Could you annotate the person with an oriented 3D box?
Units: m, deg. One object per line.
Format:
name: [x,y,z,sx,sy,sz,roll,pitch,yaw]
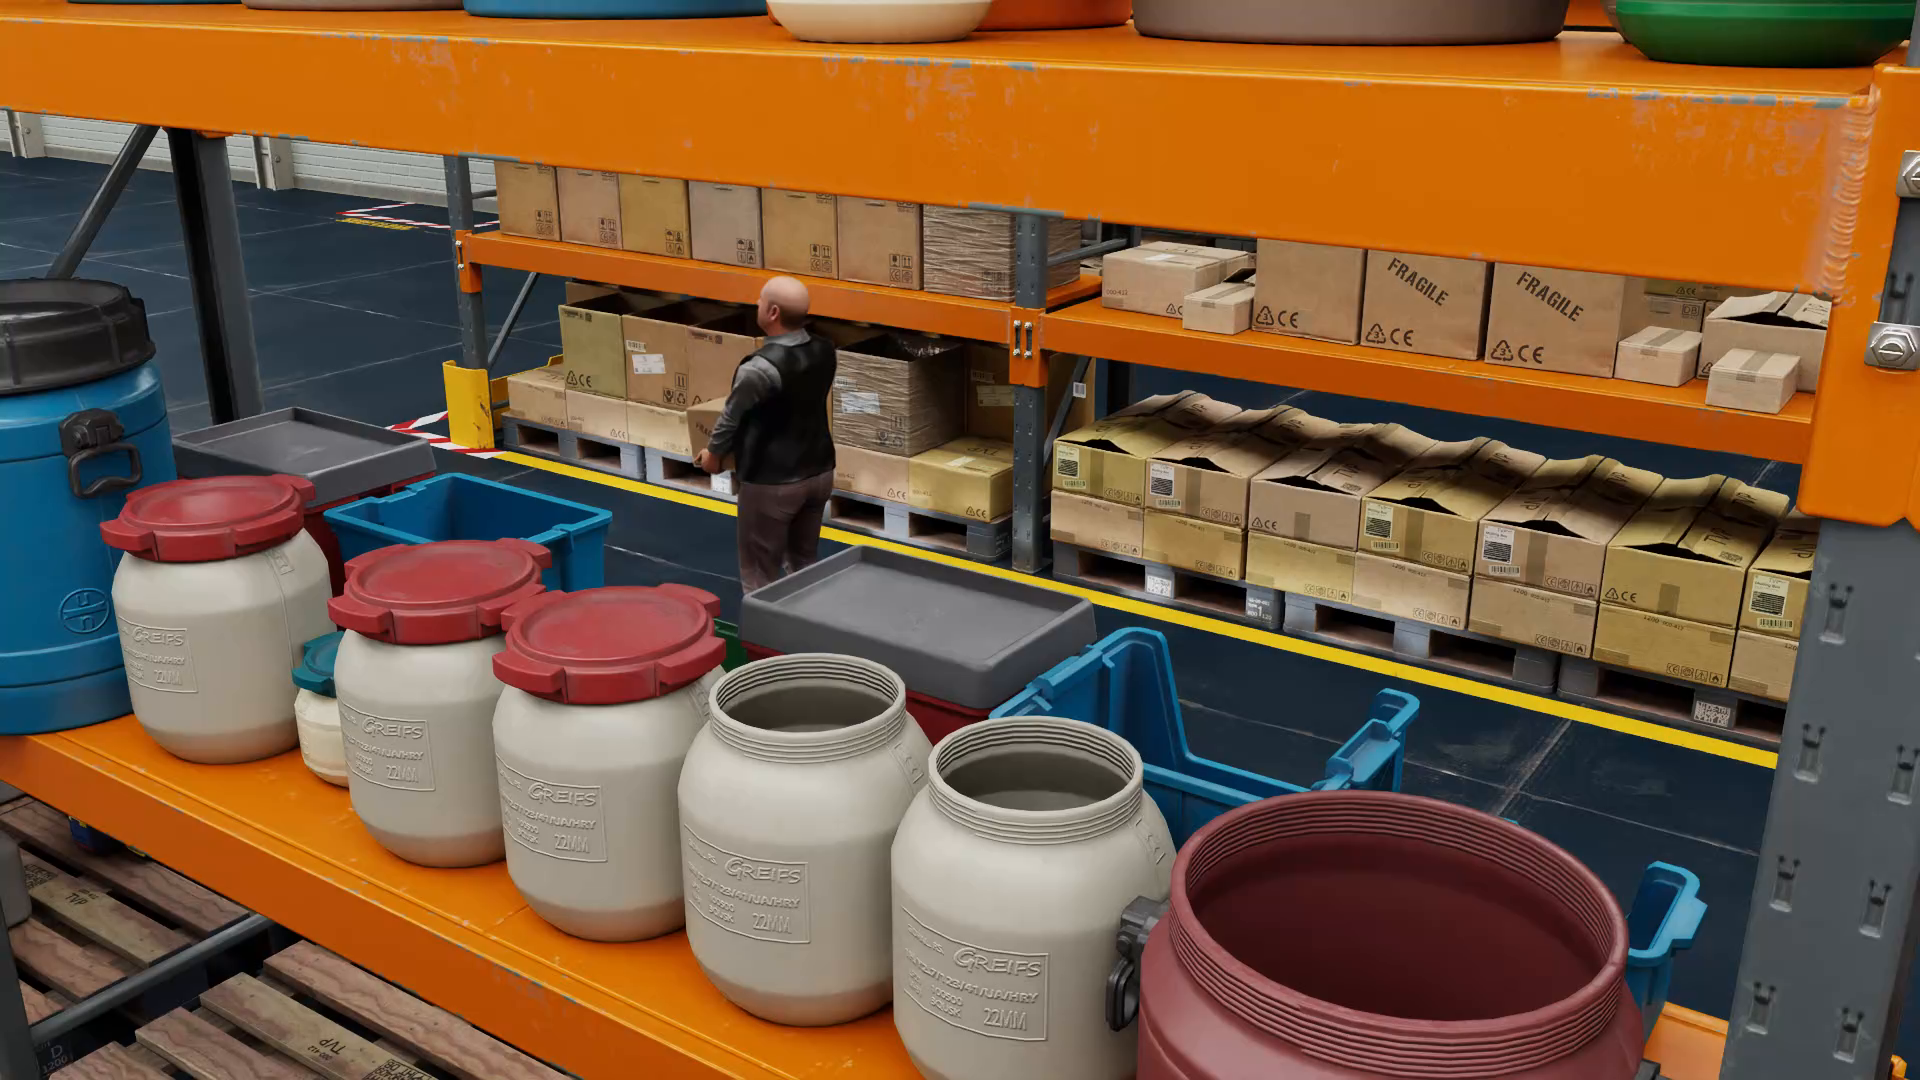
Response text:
person: [-0.800,-0.248,6.815,0.551,1.711,0.494,13,24,33]
